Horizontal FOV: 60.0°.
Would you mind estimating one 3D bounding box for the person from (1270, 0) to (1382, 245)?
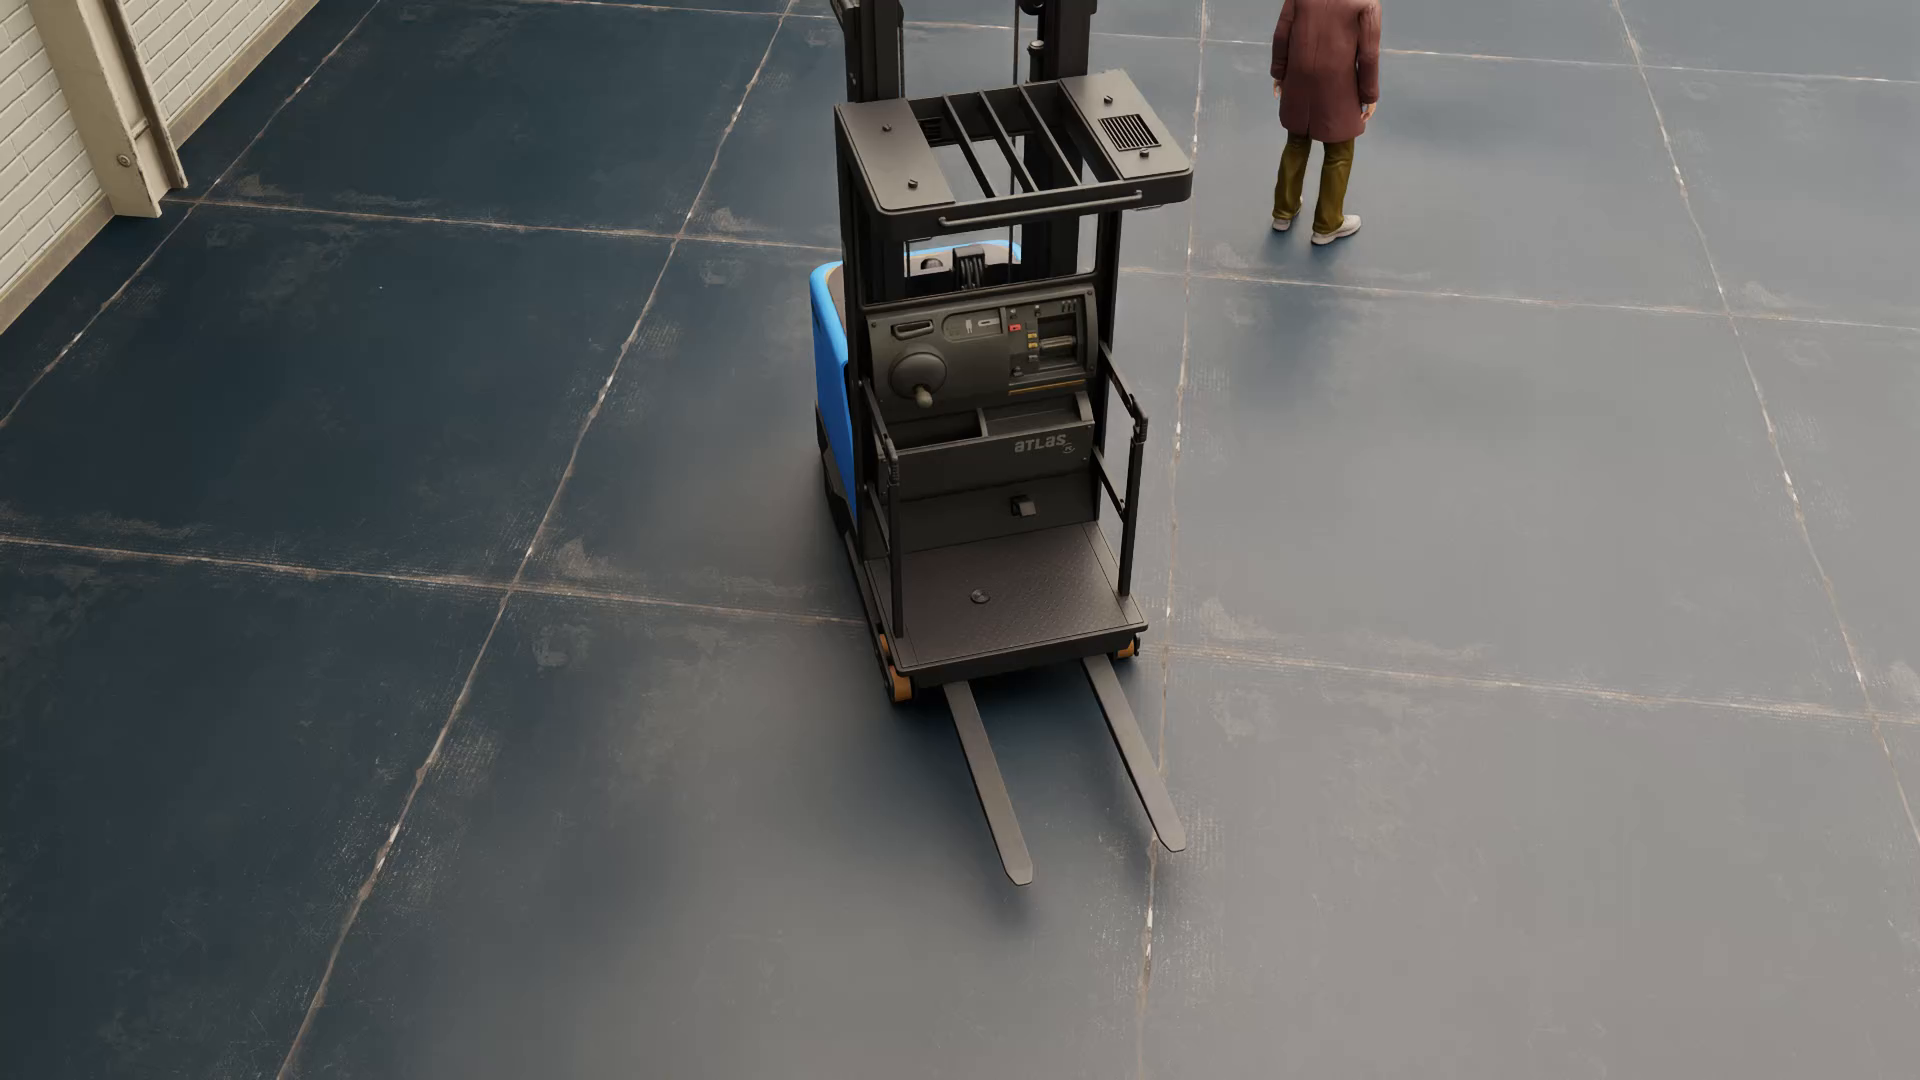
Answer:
[{"bbox_3d":[2.042,-2.541,9.345,0.653,1.774,0.430,25,48,25],"label":"person"}]

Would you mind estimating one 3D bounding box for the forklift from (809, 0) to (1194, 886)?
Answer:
[{"bbox_3d":[0.153,-0.681,6.465,1.130,2.935,3.031,-10,44,-11],"label":"forklift"}]
